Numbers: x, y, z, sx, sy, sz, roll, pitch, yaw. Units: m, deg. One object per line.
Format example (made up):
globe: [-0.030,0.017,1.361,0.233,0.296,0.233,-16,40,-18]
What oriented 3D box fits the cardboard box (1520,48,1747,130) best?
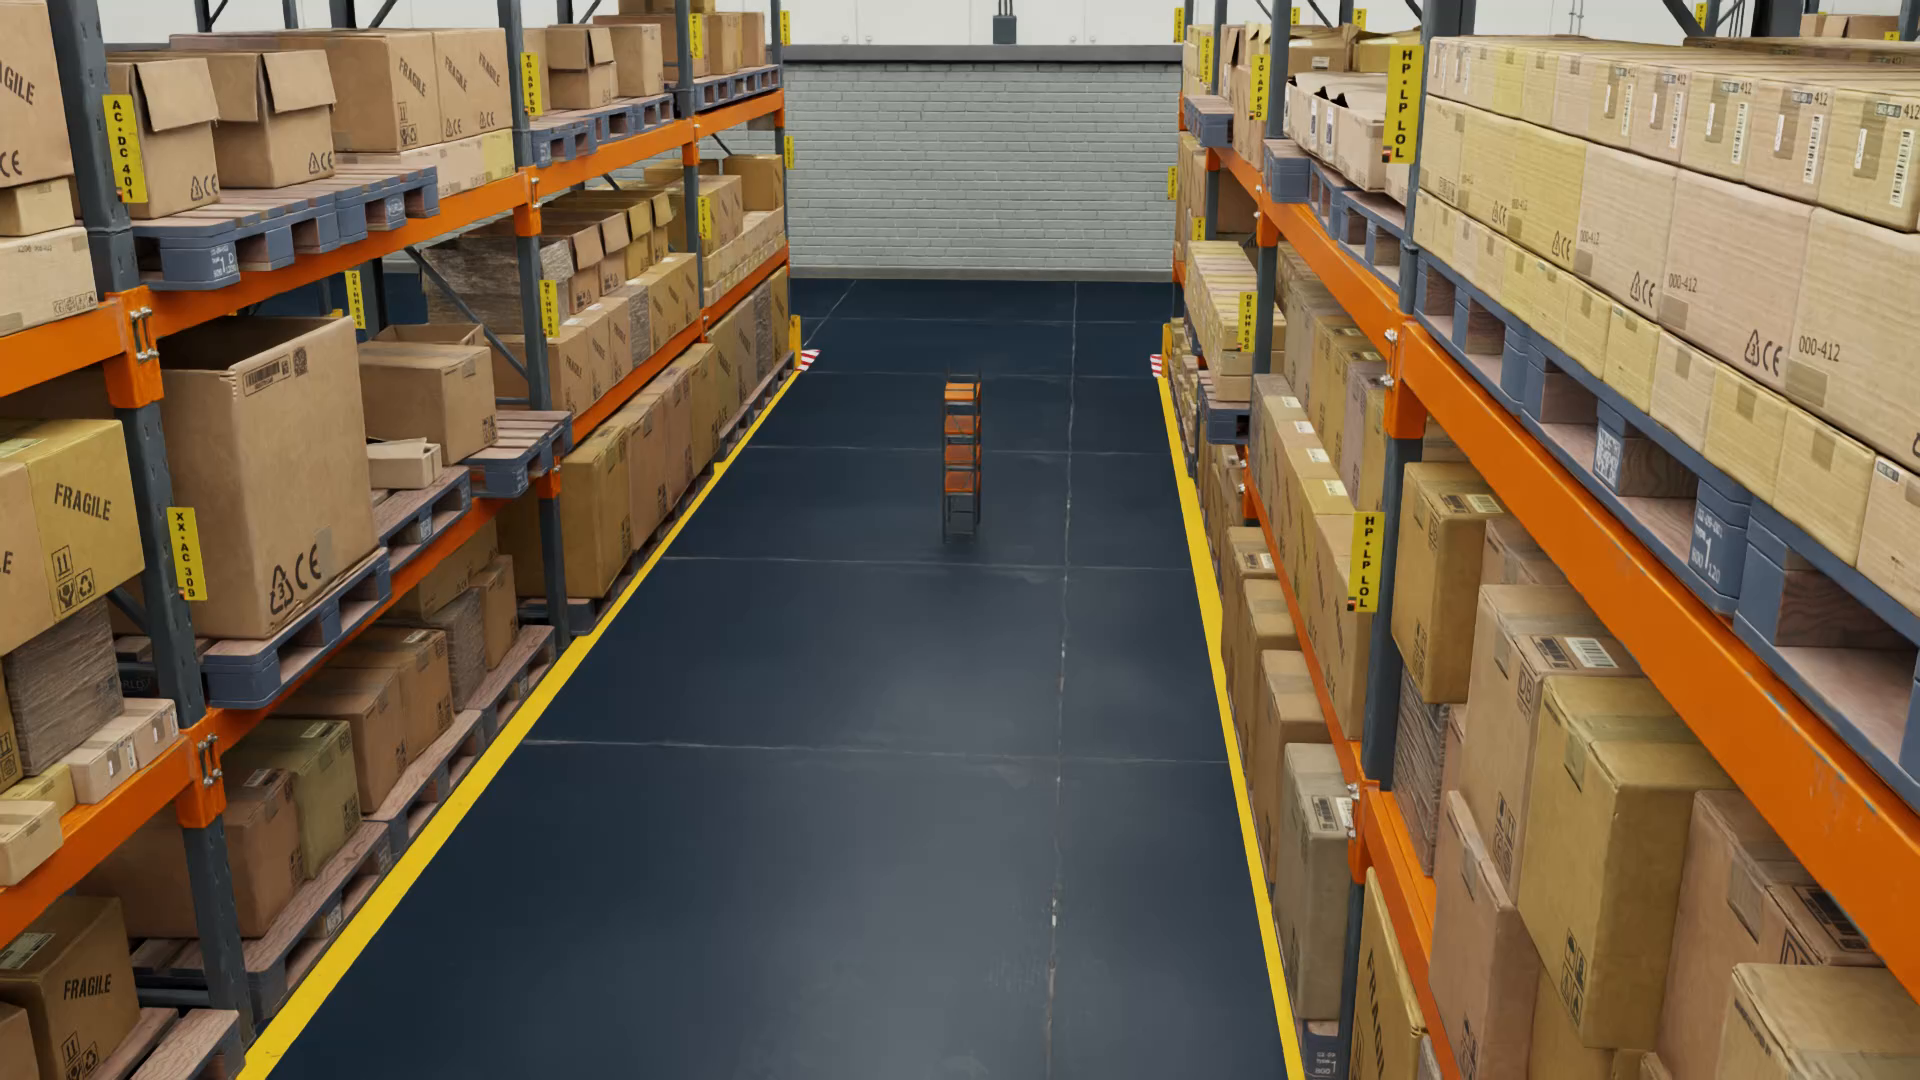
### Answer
cardboard box: [1.369,-0.919,3.380,0.380,0.149,0.250,1,18,5]

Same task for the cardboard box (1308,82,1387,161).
cardboard box: [1.748,-1.746,6.926,0.500,0.311,0.500,1,18,3]

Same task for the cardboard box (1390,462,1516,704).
cardboard box: [1.744,0.121,4.763,0.875,0.550,0.550,1,18,4]

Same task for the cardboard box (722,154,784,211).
cardboard box: [-2.048,-3.547,16.490,0.500,0.500,0.500,2,18,5]

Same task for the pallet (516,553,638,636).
pallet: [-2.717,0.289,10.703,1.003,0.211,1.213,1,18,4]

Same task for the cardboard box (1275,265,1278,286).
cardboard box: [2.547,-1.987,12.421,0.380,0.149,0.250,2,18,6]

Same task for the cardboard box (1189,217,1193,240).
cardboard box: [2.170,-2.400,13.792,0.500,0.500,0.500,1,18,2]

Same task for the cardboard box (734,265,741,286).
cardboard box: [-2.136,-2.325,14.605,0.380,0.149,0.250,1,18,3]

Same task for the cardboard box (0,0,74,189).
cardboard box: [-2.913,-1.257,4.685,0.500,0.500,0.500,1,18,2]

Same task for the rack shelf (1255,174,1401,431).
rack shelf: [1.948,-1.114,6.842,1.077,0.370,4.000,1,18,4]

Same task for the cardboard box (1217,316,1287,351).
cardboard box: [1.670,-1.177,9.470,0.380,0.149,0.250,1,18,2]

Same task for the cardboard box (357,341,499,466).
cardboard box: [-2.787,-0.696,8.395,0.700,0.500,0.500,4,19,12]

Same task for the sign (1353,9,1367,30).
sign: [2.932,-3.740,12.241,0.100,0.325,0.005,1,18,4]

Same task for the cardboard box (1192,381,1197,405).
cardboard box: [2.123,-1.218,13.770,0.380,0.149,0.250,2,18,5]

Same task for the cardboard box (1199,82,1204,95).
cardboard box: [2.192,-3.561,13.397,0.500,0.250,0.500,1,18,4]

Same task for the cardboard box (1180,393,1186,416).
cardboard box: [2.141,-1.189,14.639,0.380,0.149,0.250,1,18,4]

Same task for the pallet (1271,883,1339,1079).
pallet: [1.785,1.675,6.472,1.003,0.211,1.213,1,18,4]

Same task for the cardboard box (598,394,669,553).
cardboard box: [-2.706,-0.474,11.289,1.225,0.875,0.875,1,18,4]

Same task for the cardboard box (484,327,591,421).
cardboard box: [-2.542,-0.986,9.953,0.500,0.500,0.500,2,18,6]

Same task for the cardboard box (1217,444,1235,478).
cardboard box: [1.957,-0.552,10.926,0.500,0.250,0.500,2,18,5]

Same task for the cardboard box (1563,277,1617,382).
cardboard box: [1.331,-0.384,3.029,0.380,0.149,0.250,2,18,5]

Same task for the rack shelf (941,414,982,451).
rack shelf: [0.012,-0.770,11.844,0.258,0.148,0.480,1,18,4]

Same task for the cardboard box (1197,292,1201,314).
cardboard box: [1.802,-1.595,11.226,0.380,0.149,0.250,1,18,3]

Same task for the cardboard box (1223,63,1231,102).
cardboard box: [2.106,-3.207,11.546,0.500,0.311,0.500,1,18,3]

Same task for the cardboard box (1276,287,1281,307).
cardboard box: [2.530,-1.765,12.222,0.380,0.149,0.250,1,18,4]

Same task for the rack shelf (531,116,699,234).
rack shelf: [-2.705,-2.498,11.067,1.077,0.370,4.000,1,18,4]

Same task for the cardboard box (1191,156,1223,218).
cardboard box: [2.174,-2.870,13.621,0.500,0.500,0.500,1,18,2]

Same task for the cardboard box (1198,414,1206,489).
cardboard box: [2.061,-0.682,12.526,0.500,0.500,0.500,2,18,6]

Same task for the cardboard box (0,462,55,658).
cardboard box: [-2.927,0.086,4.598,0.500,0.500,0.500,1,18,4]

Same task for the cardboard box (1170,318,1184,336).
cardboard box: [2.289,-2.108,16.488,0.380,0.149,0.250,0,18,1]

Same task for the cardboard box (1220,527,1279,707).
cardboard box: [1.958,0.405,8.807,1.050,0.750,0.750,1,18,3]

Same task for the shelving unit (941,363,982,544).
shelving unit: [0.012,-0.622,11.893,0.258,1.200,0.503,1,18,4]

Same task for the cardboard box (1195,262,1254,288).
cardboard box: [1.818,-1.821,11.437,0.380,0.149,0.250,1,18,3]

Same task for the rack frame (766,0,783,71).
rack frame: [-2.275,-6.129,16.175,1.000,3.000,0.127,1,18,4]

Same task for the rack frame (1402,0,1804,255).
rack frame: [1.805,-2.260,4.367,1.000,3.000,0.127,1,18,4]

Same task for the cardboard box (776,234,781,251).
cardboard box: [-1.989,-2.960,16.542,0.380,0.149,0.250,1,18,4]

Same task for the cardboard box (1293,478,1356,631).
cardboard box: [1.648,0.062,6.757,0.500,0.500,0.500,1,18,4]

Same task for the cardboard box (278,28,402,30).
cardboard box: [-3.138,-2.364,8.538,0.500,0.500,0.500,1,18,4]

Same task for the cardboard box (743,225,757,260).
cardboard box: [-2.151,-2.714,15.152,0.500,0.250,0.500,1,18,4]

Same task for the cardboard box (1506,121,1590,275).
cardboard box: [1.420,-0.692,3.330,0.500,0.250,0.500,1,18,3]

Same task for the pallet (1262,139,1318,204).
pallet: [2.098,-1.786,8.041,1.213,0.211,1.003,2,18,6]

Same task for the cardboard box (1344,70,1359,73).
cardboard box: [2.427,-2.451,9.608,0.500,0.500,0.500,1,18,4]

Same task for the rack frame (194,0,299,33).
rack frame: [-7.215,-6.239,16.513,1.000,3.000,0.127,1,18,4]

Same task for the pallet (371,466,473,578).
pallet: [-2.949,-0.086,7.677,1.003,0.211,1.213,1,18,4]

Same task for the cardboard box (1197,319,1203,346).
cardboard box: [1.782,-1.378,11.039,0.380,0.149,0.250,0,18,1]

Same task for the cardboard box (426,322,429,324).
cardboard box: [-3.018,-1.154,10.468,0.500,0.500,0.500,1,18,3]

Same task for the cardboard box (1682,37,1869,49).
cardboard box: [2.097,-1.220,4.300,0.380,0.149,0.250,1,18,3]

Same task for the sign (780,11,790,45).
sign: [-1.734,-5.070,16.467,0.100,0.325,0.005,1,18,4]

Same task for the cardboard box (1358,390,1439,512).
cardboard box: [1.870,-0.246,6.089,0.700,0.500,0.500,1,18,3]

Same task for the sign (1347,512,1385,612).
sign: [1.263,0.069,5.161,0.100,0.325,0.005,1,18,4]

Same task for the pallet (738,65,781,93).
pallet: [-2.317,-4.431,15.952,1.003,0.211,1.213,1,18,4]

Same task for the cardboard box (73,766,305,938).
cardboard box: [-3.070,1.238,6.637,0.700,0.500,0.500,0,18,0]

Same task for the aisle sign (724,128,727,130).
aisle sign: [-2.569,-4.542,16.793,0.394,0.787,0.004,1,18,4]

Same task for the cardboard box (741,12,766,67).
cardboard box: [-2.259,-4.835,16.049,0.700,0.500,0.500,0,18,1]
